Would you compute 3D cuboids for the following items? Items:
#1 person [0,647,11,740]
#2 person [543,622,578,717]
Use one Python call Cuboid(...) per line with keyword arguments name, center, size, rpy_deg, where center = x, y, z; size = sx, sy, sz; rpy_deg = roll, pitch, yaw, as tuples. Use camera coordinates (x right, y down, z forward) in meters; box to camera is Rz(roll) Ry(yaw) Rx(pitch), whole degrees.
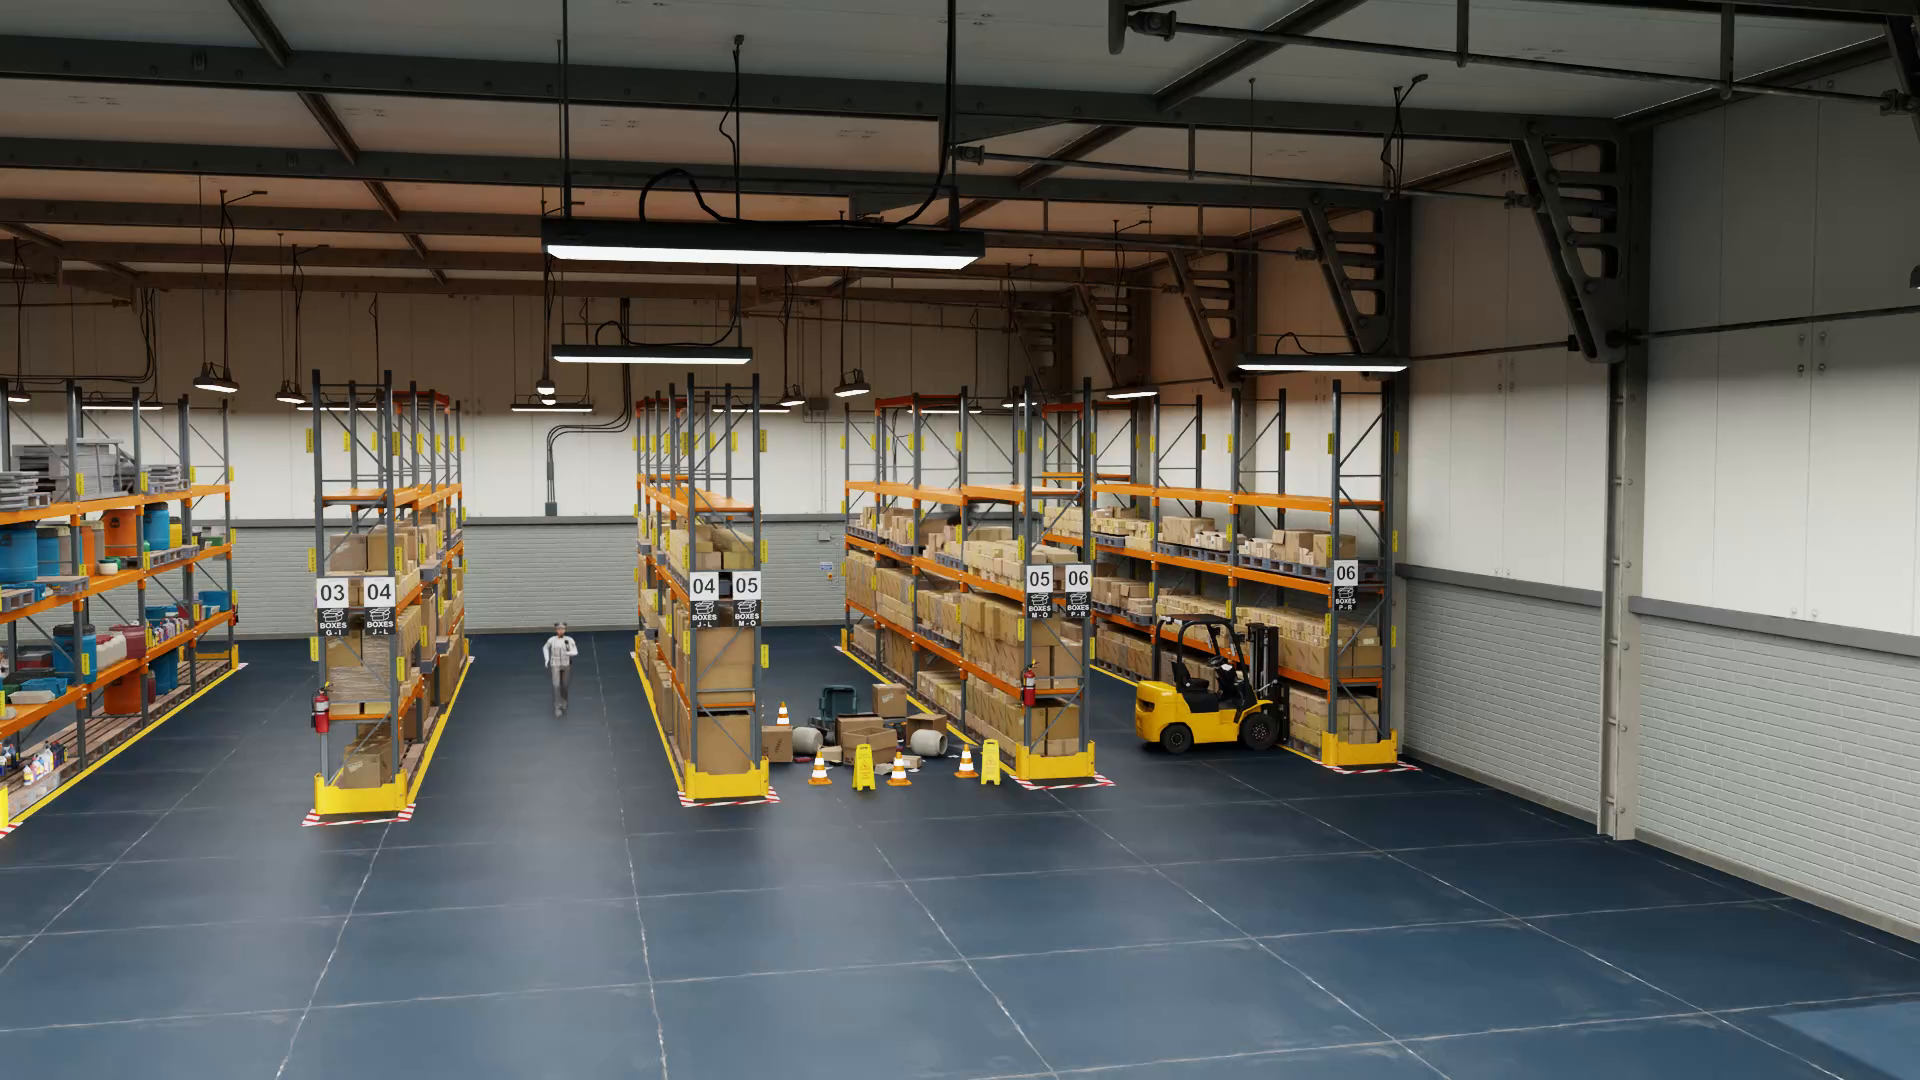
Cuboid(name="person", center=(-15.914, 2.593, 27.612), size=(0.627, 1.713, 0.866), rpy_deg=(-1, 3, -11))
Cuboid(name="person", center=(-7.386, 2.354, 30.784), size=(0.599, 1.708, 0.860), rpy_deg=(-1, 3, -17))
